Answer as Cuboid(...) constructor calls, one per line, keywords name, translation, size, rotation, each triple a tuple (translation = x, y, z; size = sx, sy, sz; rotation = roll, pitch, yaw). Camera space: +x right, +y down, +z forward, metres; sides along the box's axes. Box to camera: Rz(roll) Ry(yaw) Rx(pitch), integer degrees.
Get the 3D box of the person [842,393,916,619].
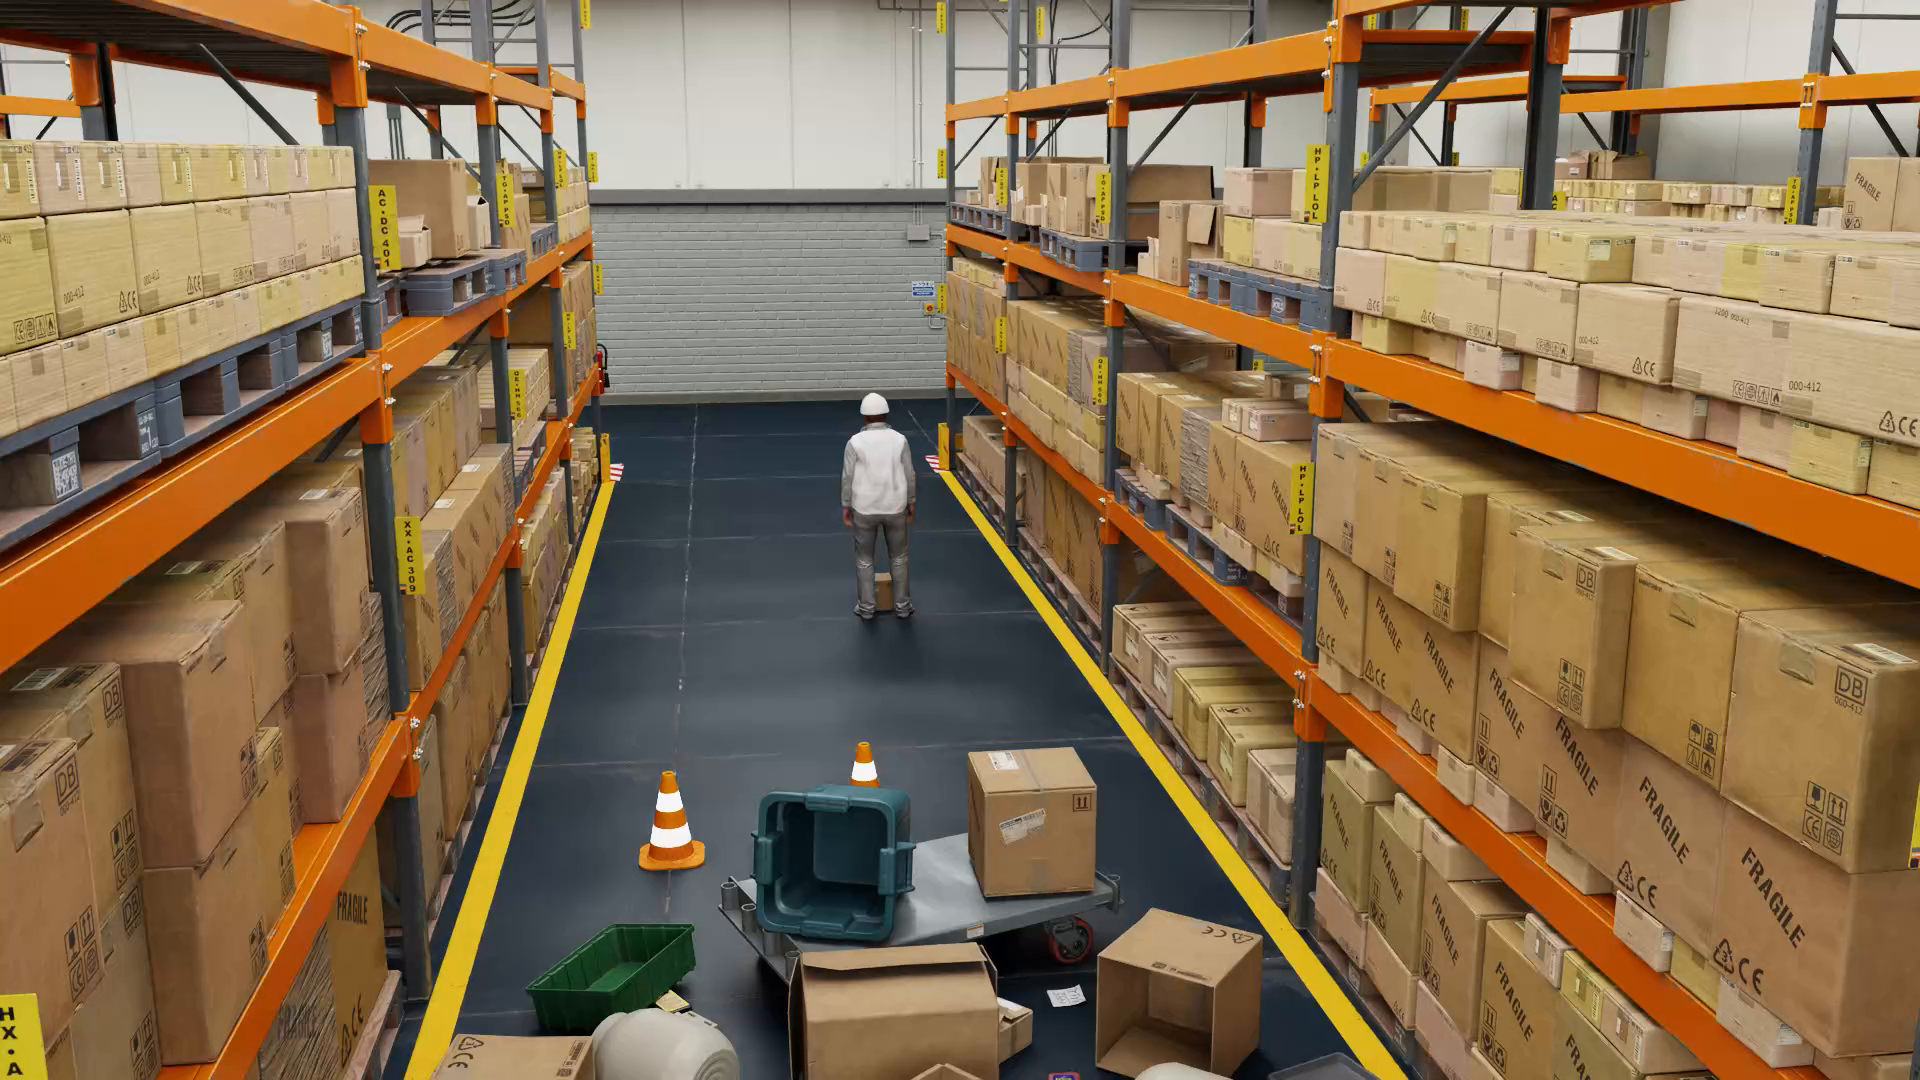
Cuboid(name="person", translation=(-0.637, -0.263, 13.061), size=(0.586, 1.771, 0.466), rotation=(-2, 13, -9))
